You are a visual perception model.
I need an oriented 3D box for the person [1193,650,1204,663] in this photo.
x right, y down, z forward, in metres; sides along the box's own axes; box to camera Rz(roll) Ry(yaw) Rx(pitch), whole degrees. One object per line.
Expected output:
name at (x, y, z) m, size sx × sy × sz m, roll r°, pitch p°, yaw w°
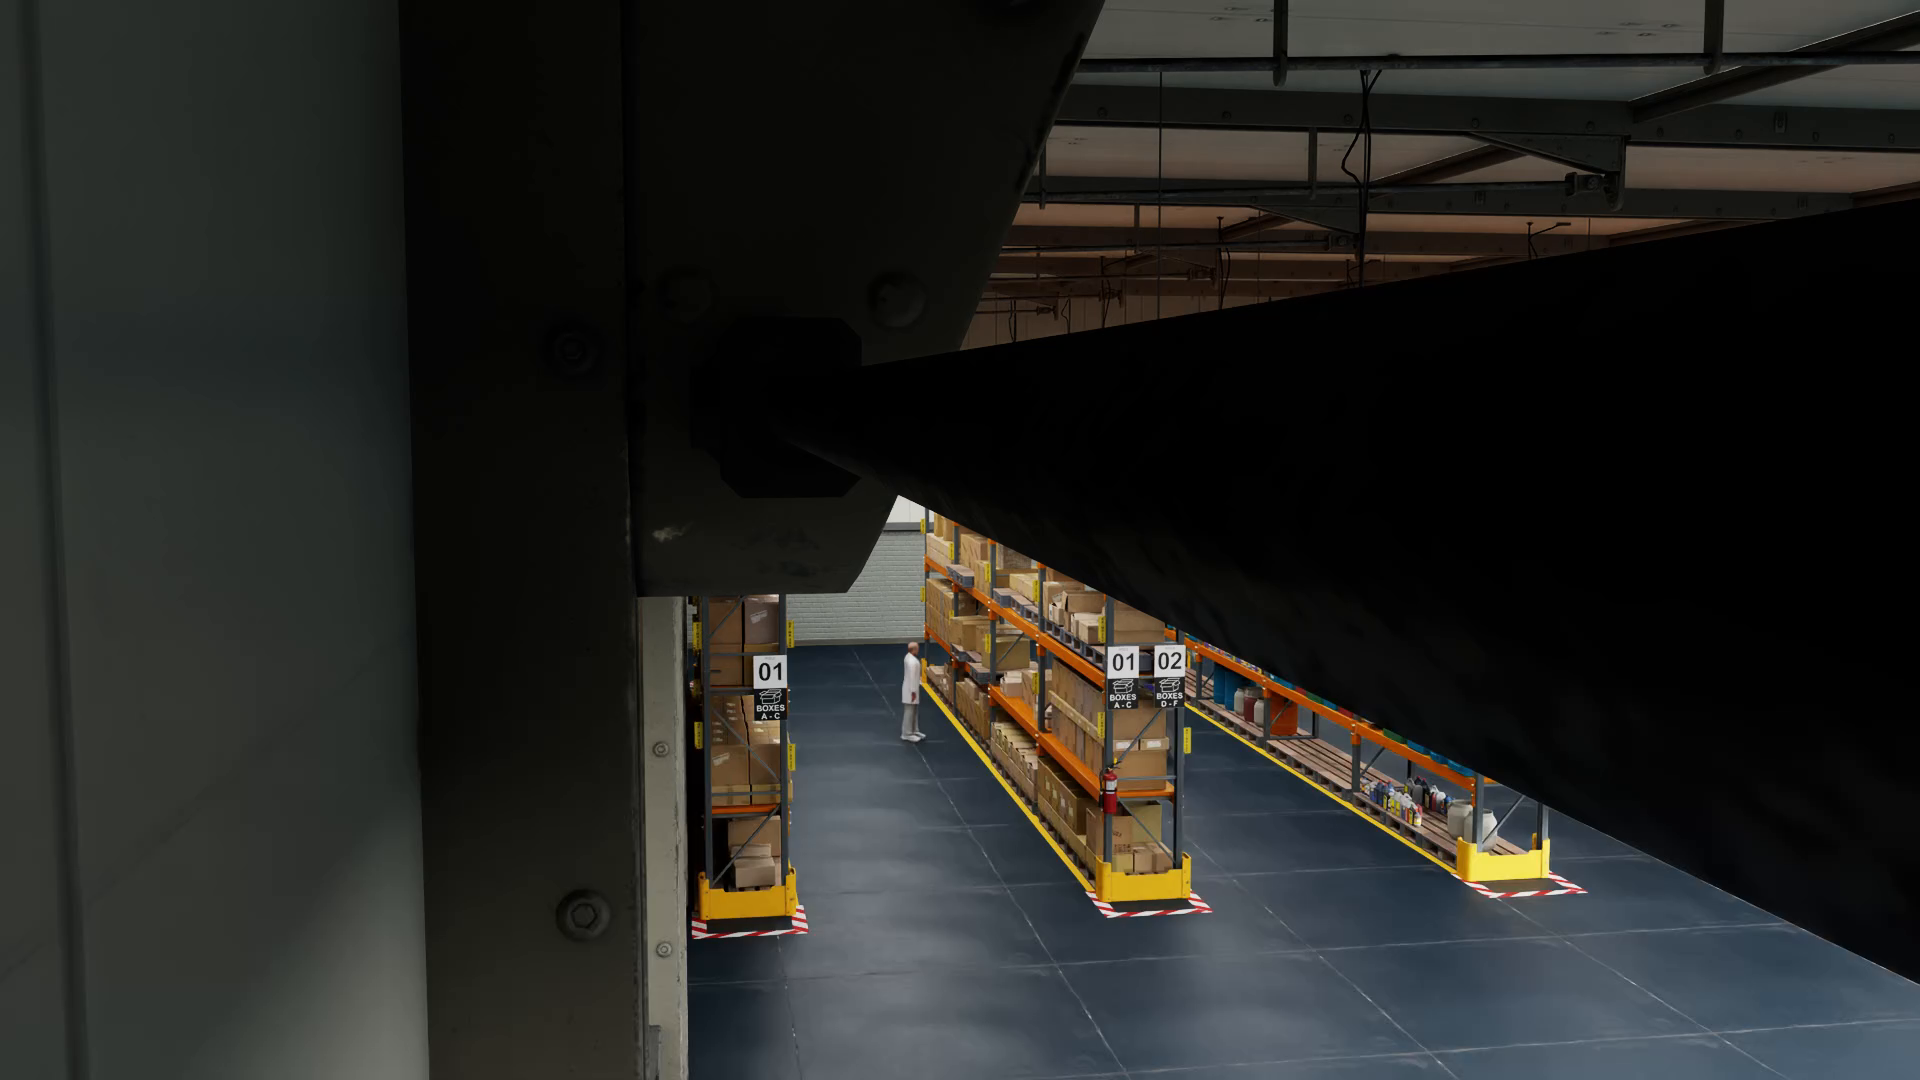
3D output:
person at (5.411, 2.049, 39.197) m, size 0.573 × 1.646 × 0.974 m, roll -3°, pitch 6°, yaw -26°

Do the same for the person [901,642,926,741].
person at (-0.857, 2.759, 30.433) m, size 0.461 × 1.800 × 0.604 m, roll 0°, pitch 5°, yaw -6°

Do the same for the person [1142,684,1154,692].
person at (3.361, 2.944, 29.547) m, size 0.598 × 1.699 × 0.490 m, roll 4°, pitch 7°, yaw 41°
